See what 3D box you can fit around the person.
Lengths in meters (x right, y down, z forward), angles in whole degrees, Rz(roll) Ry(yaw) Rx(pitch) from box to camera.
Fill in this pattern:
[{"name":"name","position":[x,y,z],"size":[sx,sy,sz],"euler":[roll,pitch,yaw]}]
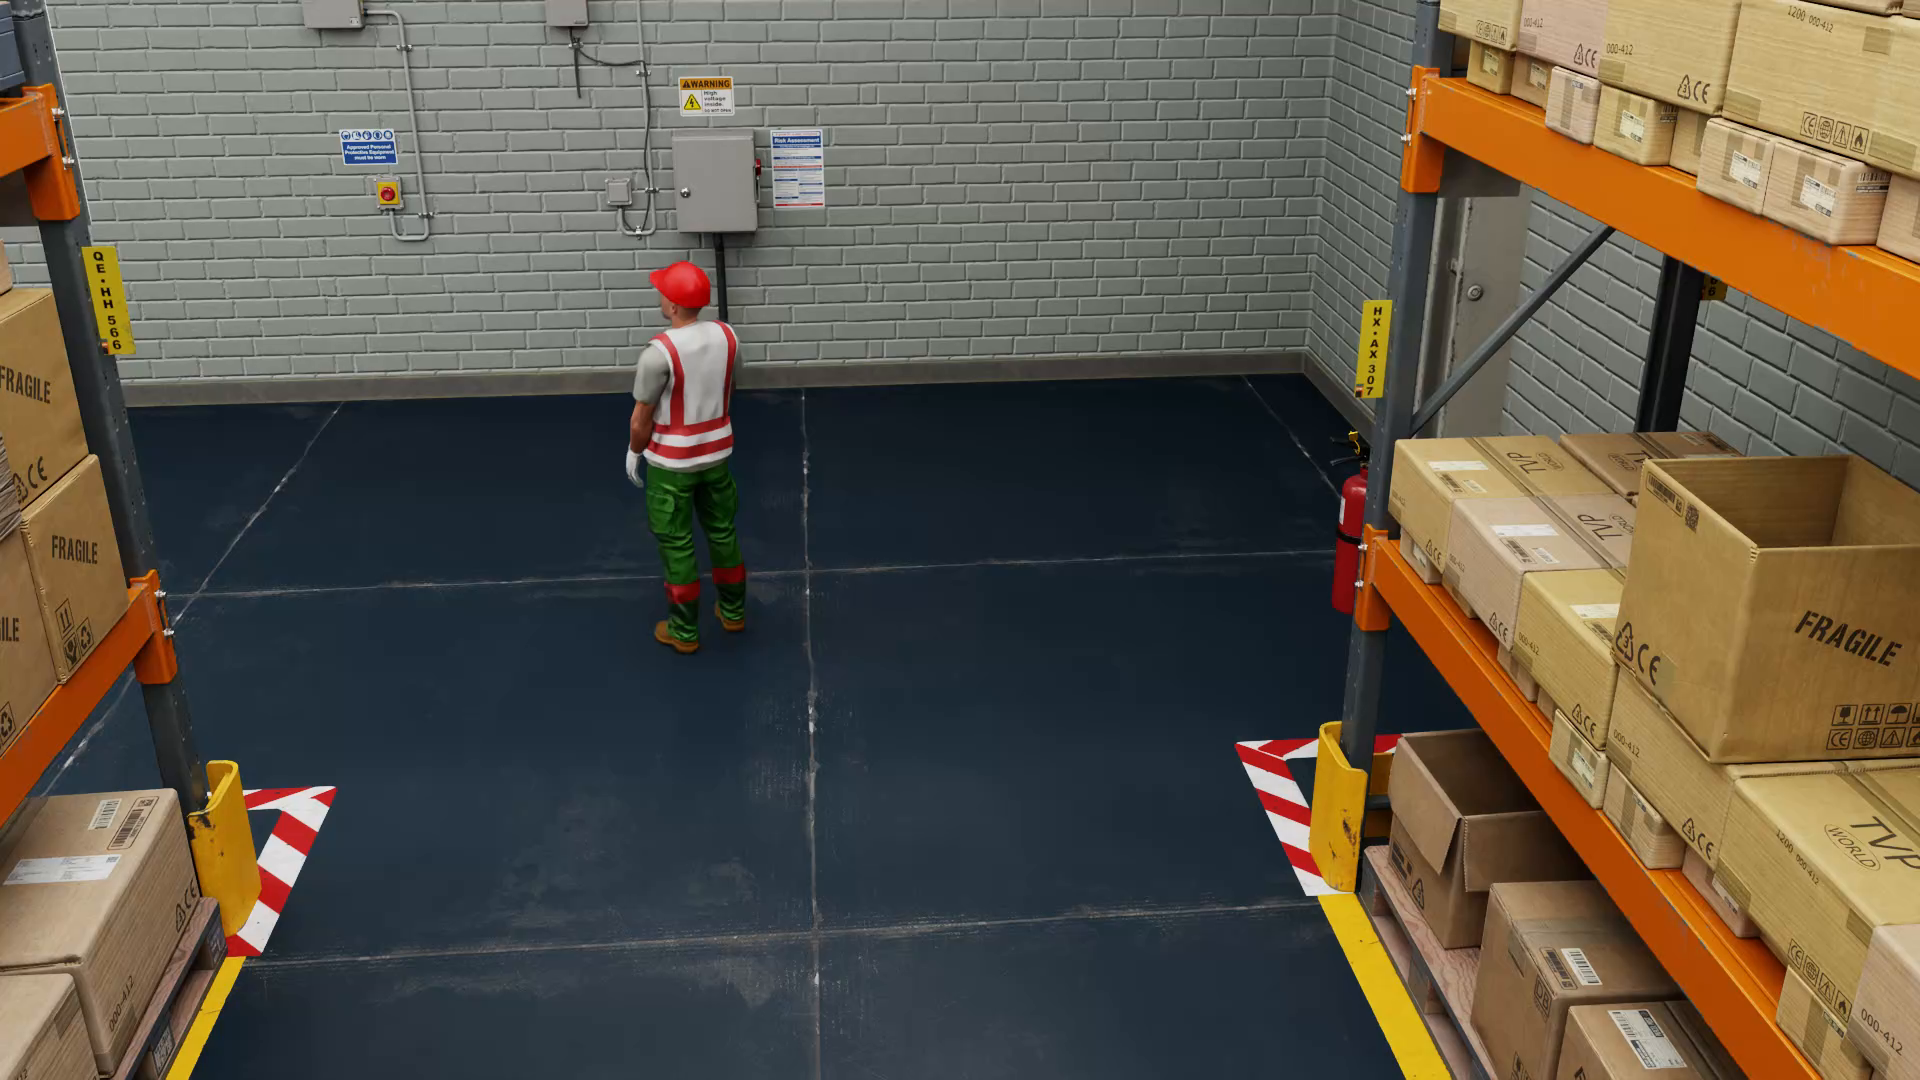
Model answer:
[{"name":"person","position":[-1.213,-0.379,7.400],"size":[0.586,1.795,0.450],"euler":[-21,31,-39]}]
